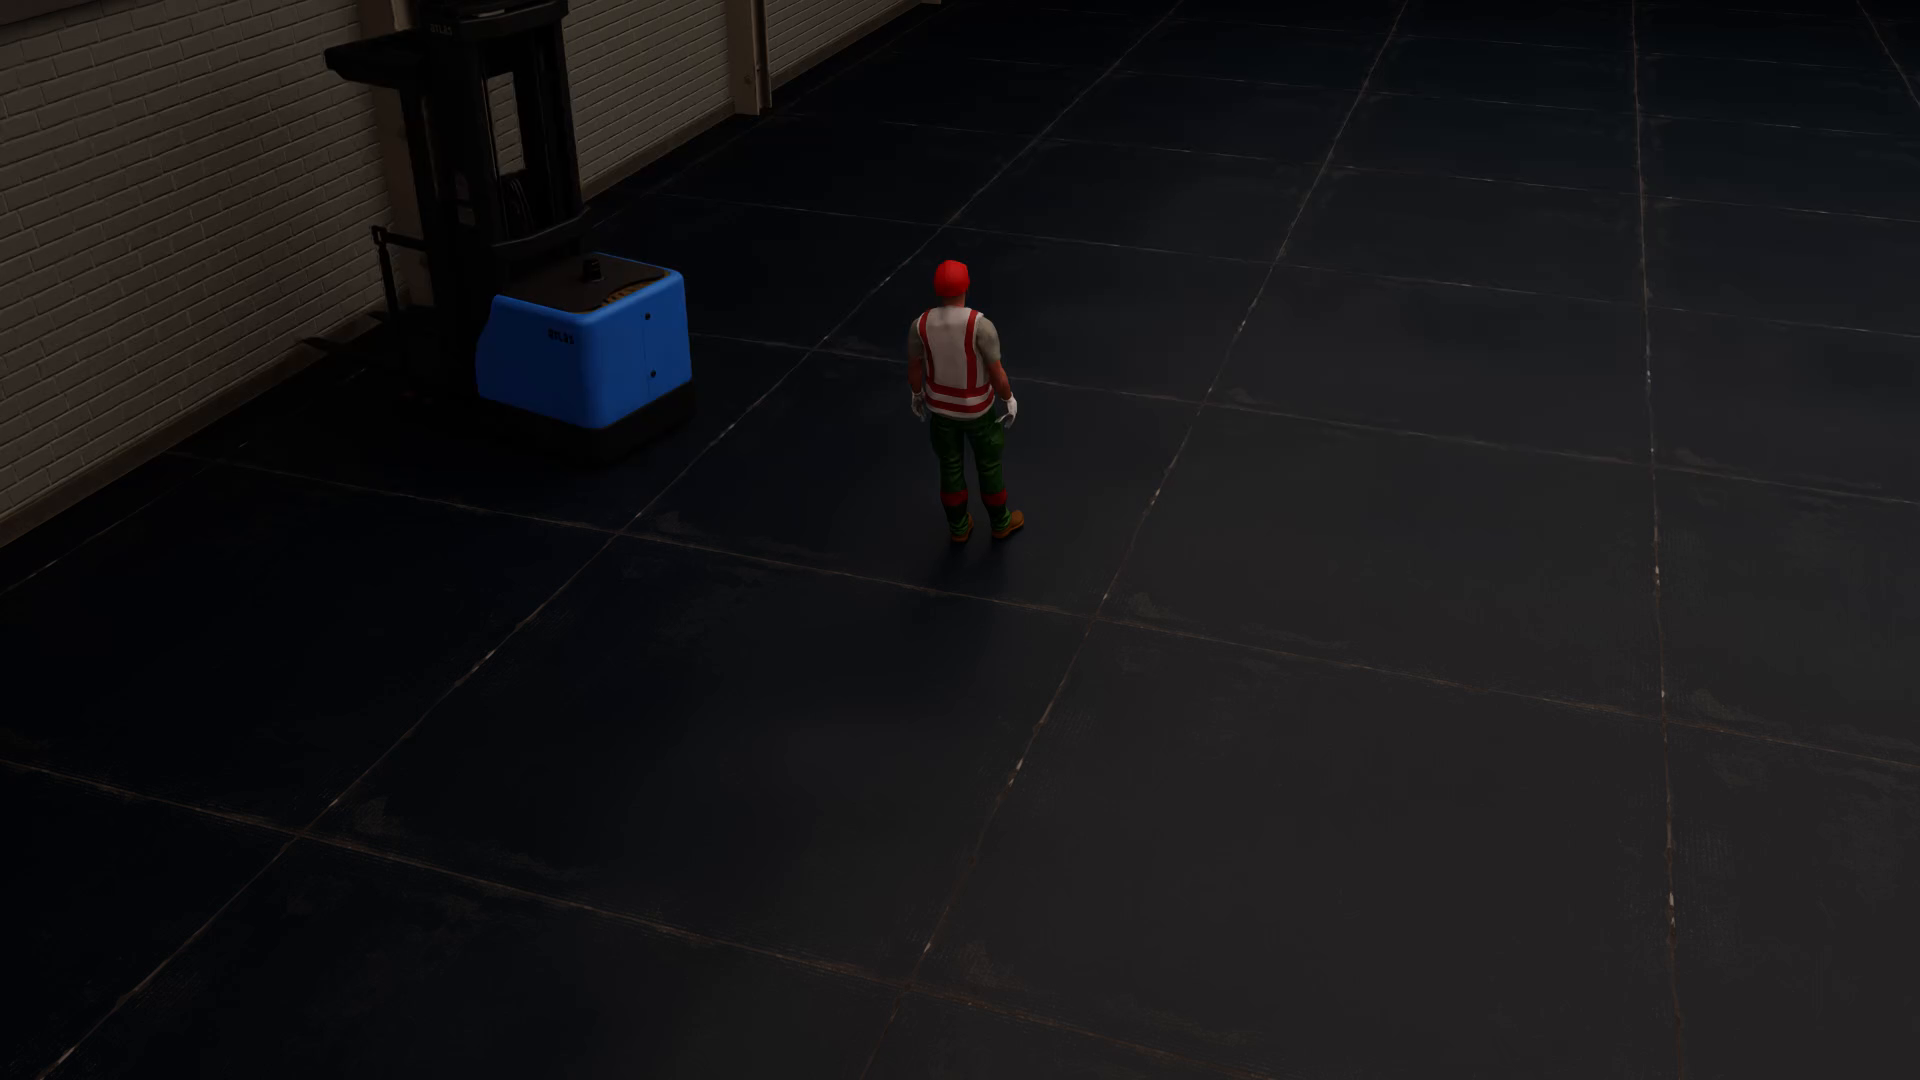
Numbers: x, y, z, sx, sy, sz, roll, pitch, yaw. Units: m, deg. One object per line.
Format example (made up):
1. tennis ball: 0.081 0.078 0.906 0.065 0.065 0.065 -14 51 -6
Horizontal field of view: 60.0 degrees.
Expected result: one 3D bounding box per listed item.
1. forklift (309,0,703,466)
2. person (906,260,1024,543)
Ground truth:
1. forklift: -3.311 -2.288 11.151 3.031 2.935 1.130 17 34 27
2. person: 0.038 -0.820 9.712 0.637 1.790 0.562 10 31 16
